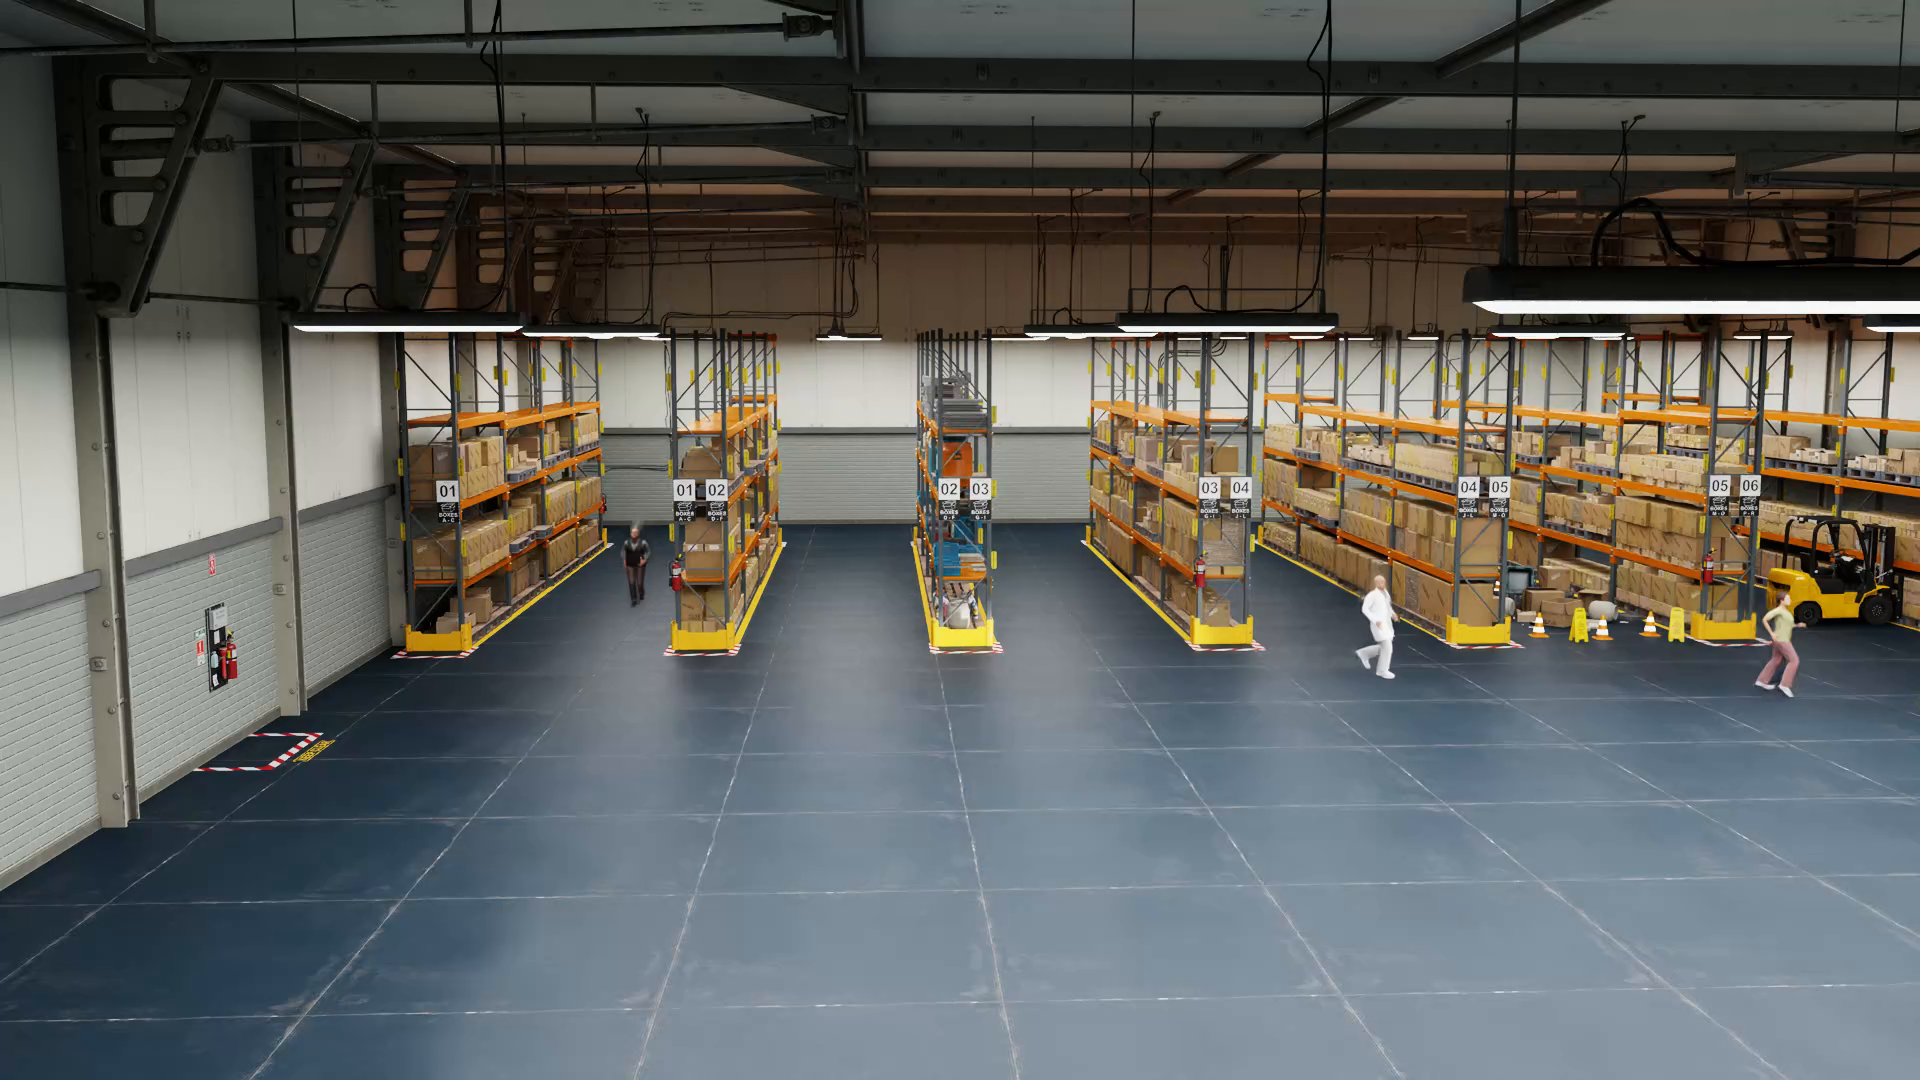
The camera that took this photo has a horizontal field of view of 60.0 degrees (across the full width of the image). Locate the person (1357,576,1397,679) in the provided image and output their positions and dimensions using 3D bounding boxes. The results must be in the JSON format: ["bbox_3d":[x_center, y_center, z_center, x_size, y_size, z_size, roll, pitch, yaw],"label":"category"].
[{"bbox_3d":[7.214,1.484,28.743,0.744,1.762,0.707,6,9,42],"label":"person"}]

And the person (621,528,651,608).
[{"bbox_3d":[-7.097,0.594,36.476,0.673,1.720,0.849,0,7,-3],"label":"person"}]

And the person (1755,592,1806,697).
[{"bbox_3d":[13.425,1.697,27.198,0.724,1.723,0.548,5,8,35],"label":"person"}]
